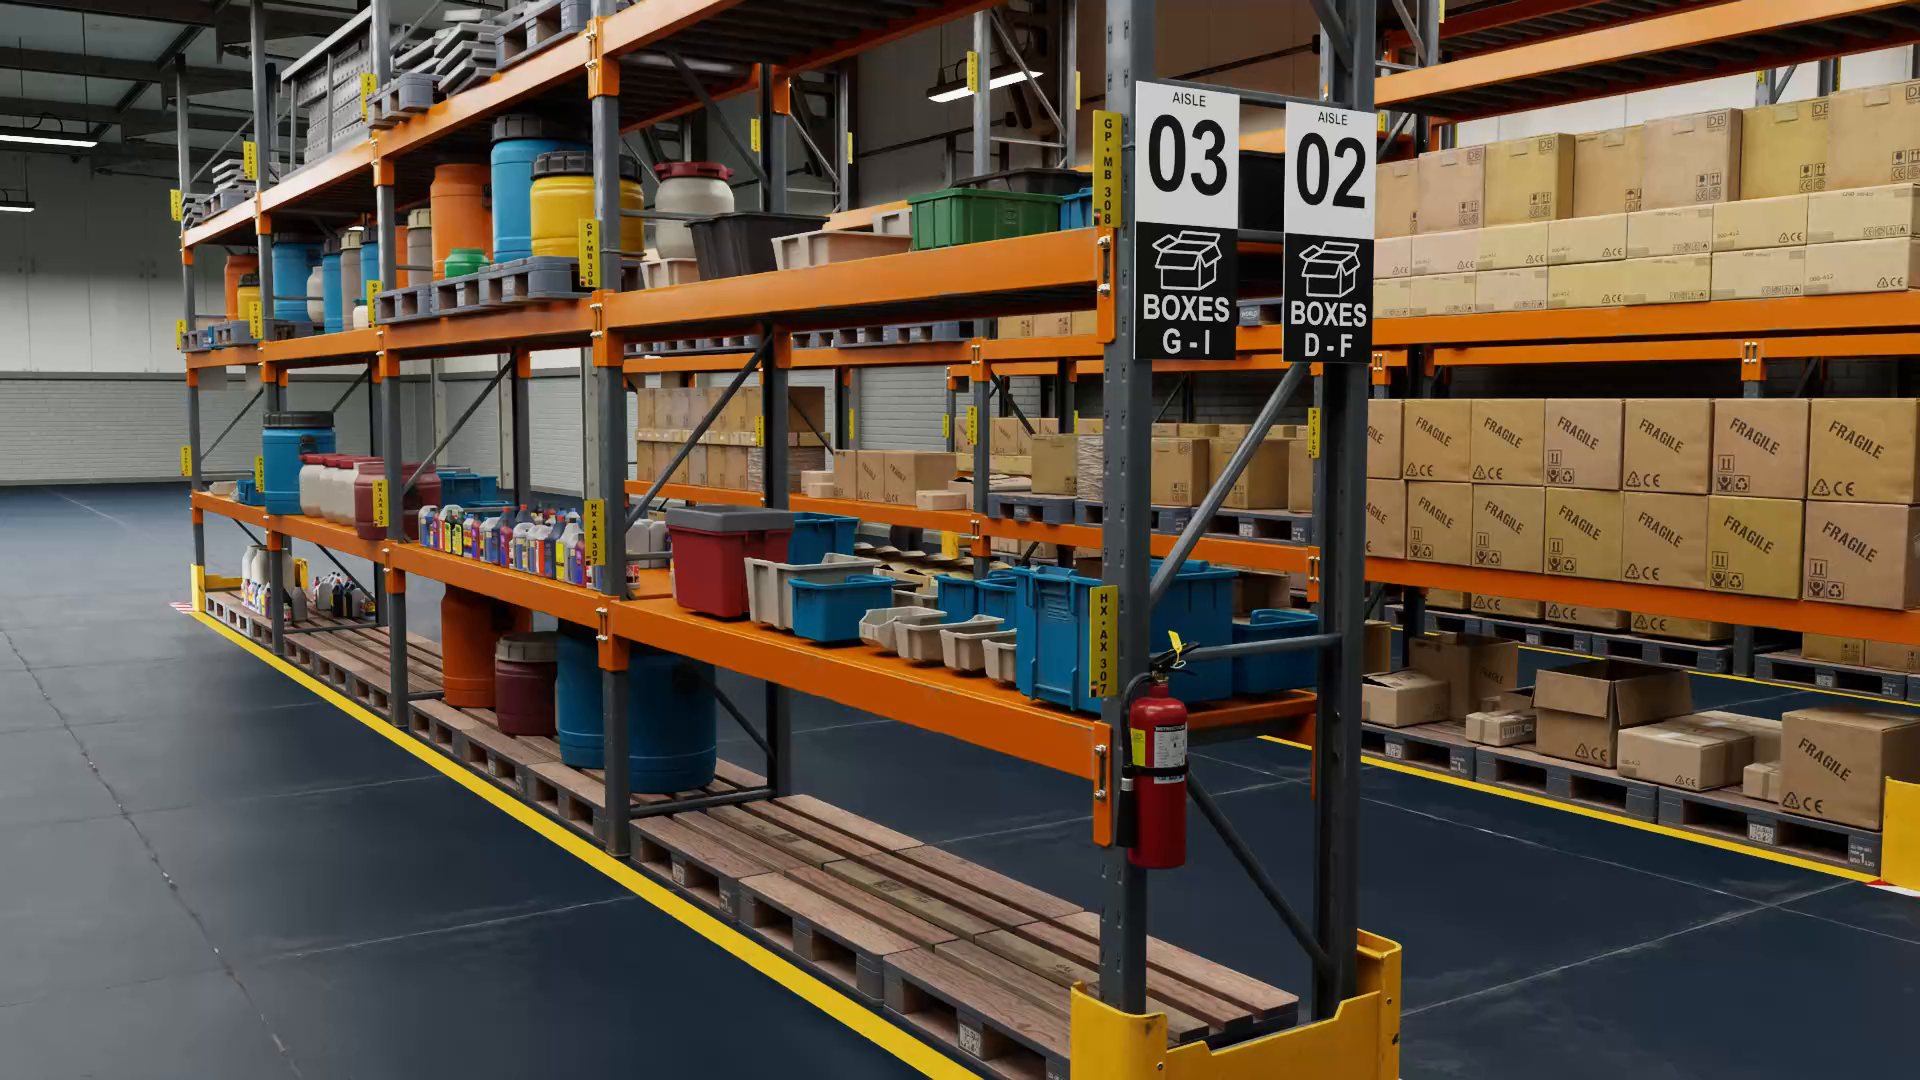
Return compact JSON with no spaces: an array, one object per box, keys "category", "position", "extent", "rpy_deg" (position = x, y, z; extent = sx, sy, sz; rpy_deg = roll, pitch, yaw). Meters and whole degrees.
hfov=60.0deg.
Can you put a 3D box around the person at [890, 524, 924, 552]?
[{"category":"person","position":[-0.624,-0.134,19.178],"extent":[0.436,1.657,0.316],"rpy_deg":[-3,6,-32]}]
